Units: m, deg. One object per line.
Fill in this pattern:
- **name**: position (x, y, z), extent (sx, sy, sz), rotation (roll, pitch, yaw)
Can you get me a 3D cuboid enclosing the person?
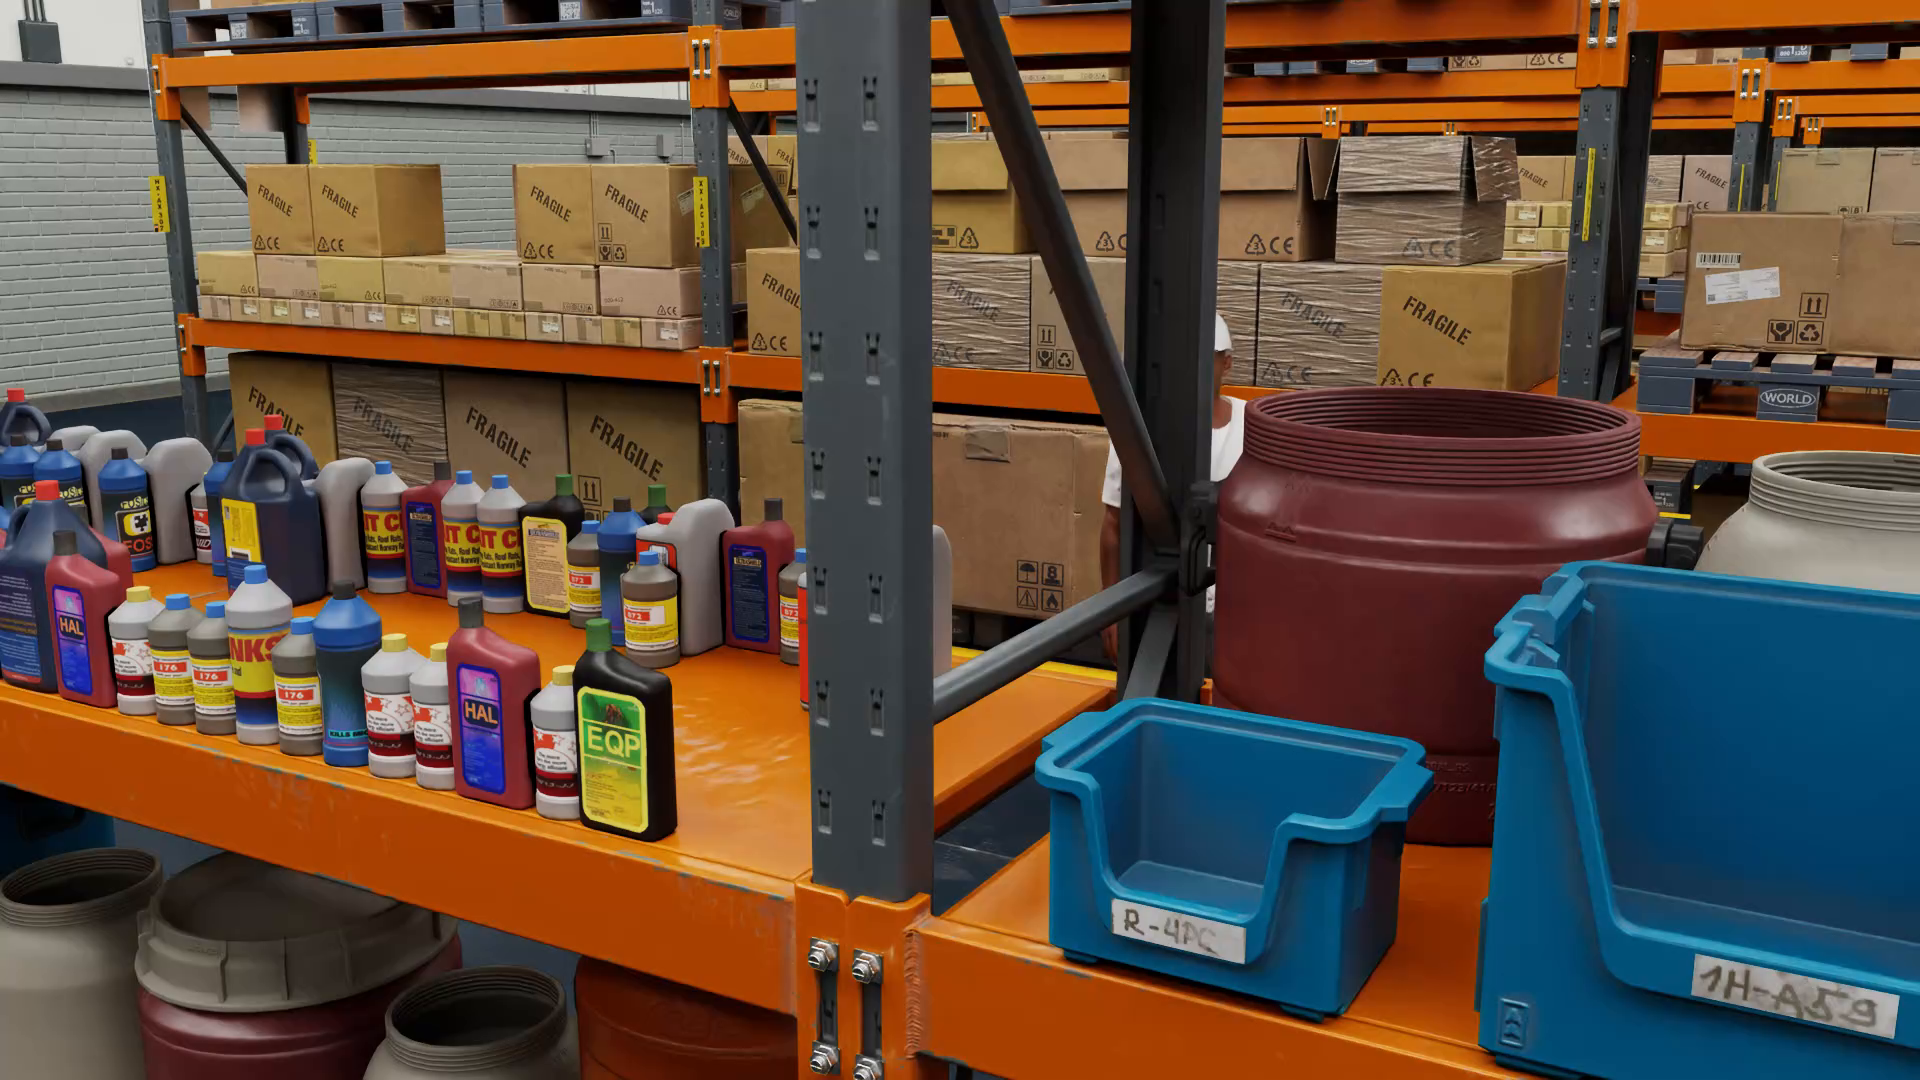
- **person**: position (0.717, 0.211, 4.928), extent (0.599, 1.778, 0.539), rotation (1, 13, 2)
